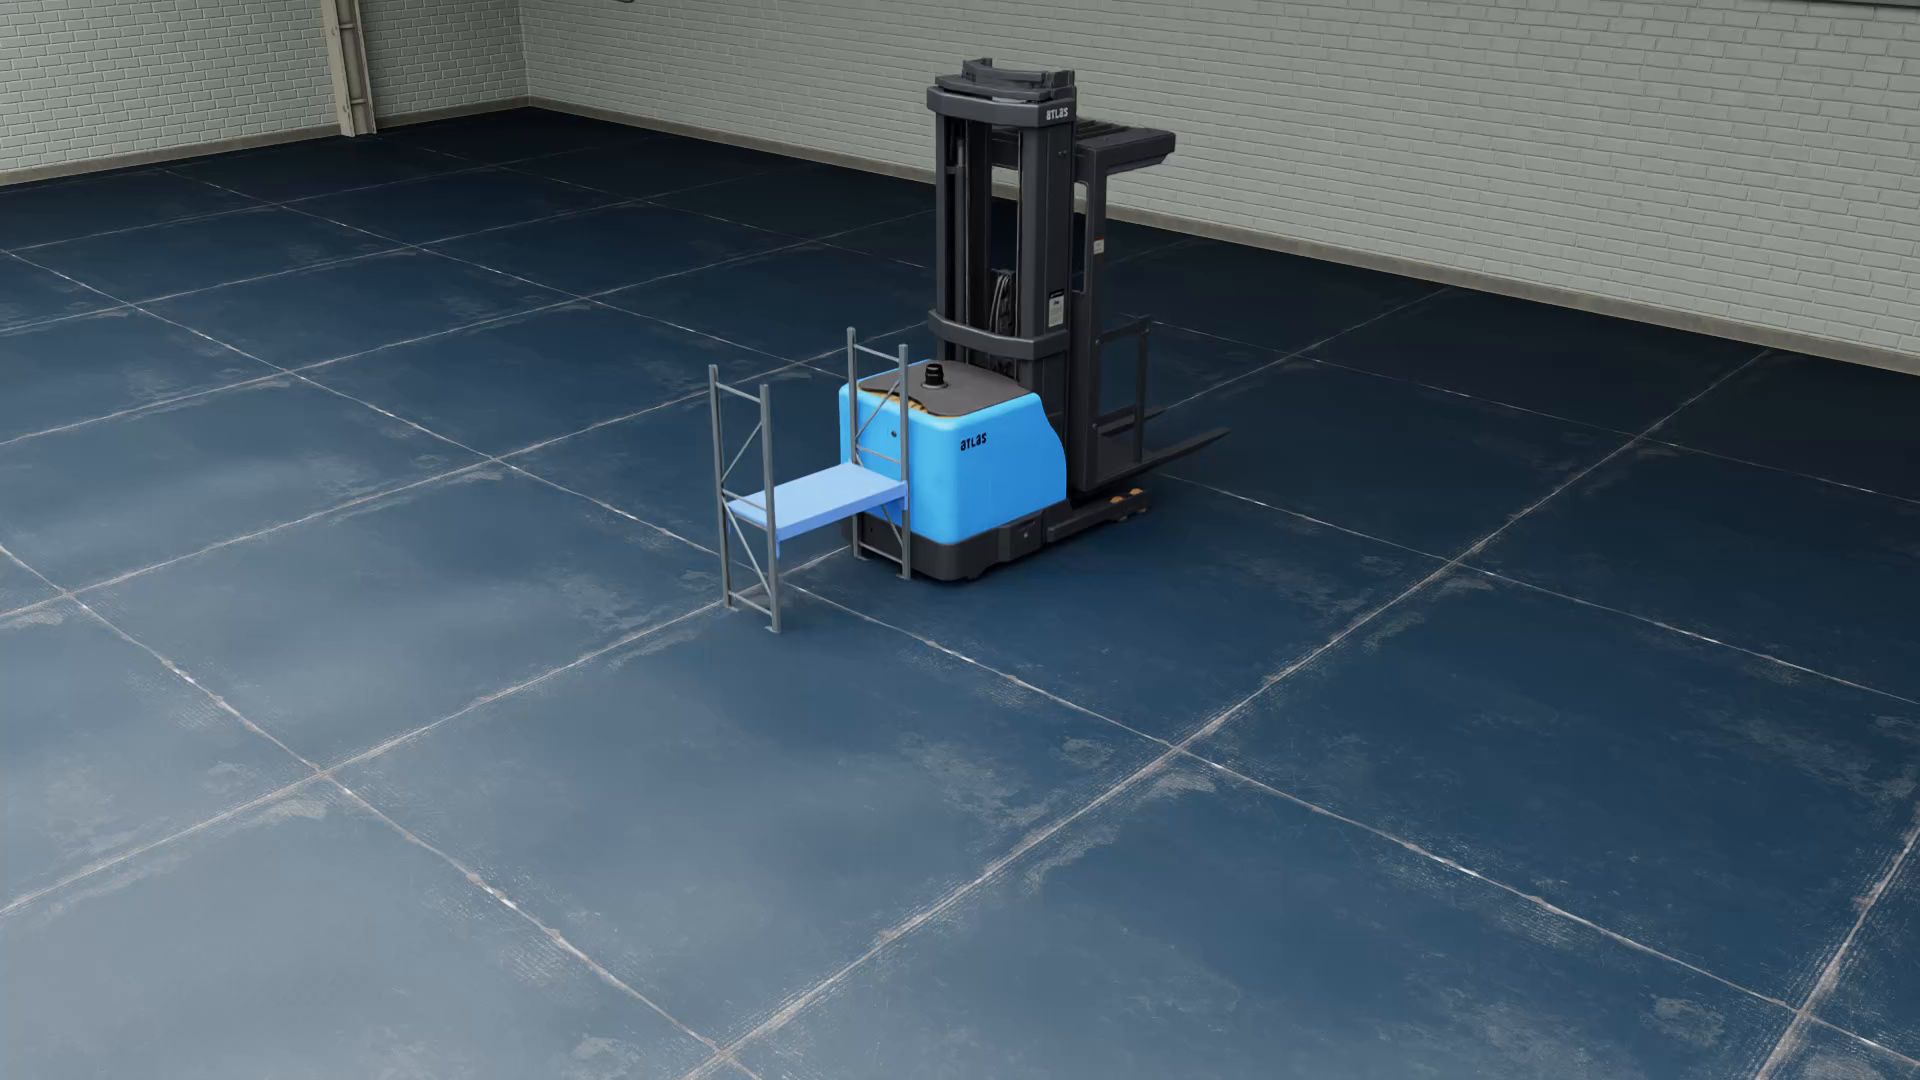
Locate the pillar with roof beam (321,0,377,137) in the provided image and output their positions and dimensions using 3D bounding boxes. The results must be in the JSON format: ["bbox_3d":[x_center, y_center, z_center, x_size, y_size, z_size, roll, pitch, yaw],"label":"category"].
[{"bbox_3d":[-5.339,-8.708,19.172,9.100,9.000,0.400,20,31,38],"label":"pillar with roof beam"}]

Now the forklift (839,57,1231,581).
[{"bbox_3d":[0.641,-1.594,10.723,3.031,2.935,1.130,-22,32,-40],"label":"forklift"}]

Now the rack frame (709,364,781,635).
[{"bbox_3d":[-1.214,-0.218,9.403,0.032,1.500,0.500,-22,32,-40],"label":"rack frame"}]

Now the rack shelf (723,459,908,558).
[{"bbox_3d":[-0.850,-0.199,9.801,1.000,0.185,0.538,-22,32,-40],"label":"rack shelf"}]

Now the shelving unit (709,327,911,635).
[{"bbox_3d":[-0.850,-0.363,9.727,1.048,1.500,0.538,-22,32,-40],"label":"shelving unit"}]

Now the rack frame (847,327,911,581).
[{"bbox_3d":[-0.487,-0.509,10.052,0.032,1.500,0.500,-22,32,-40],"label":"rack frame"}]
